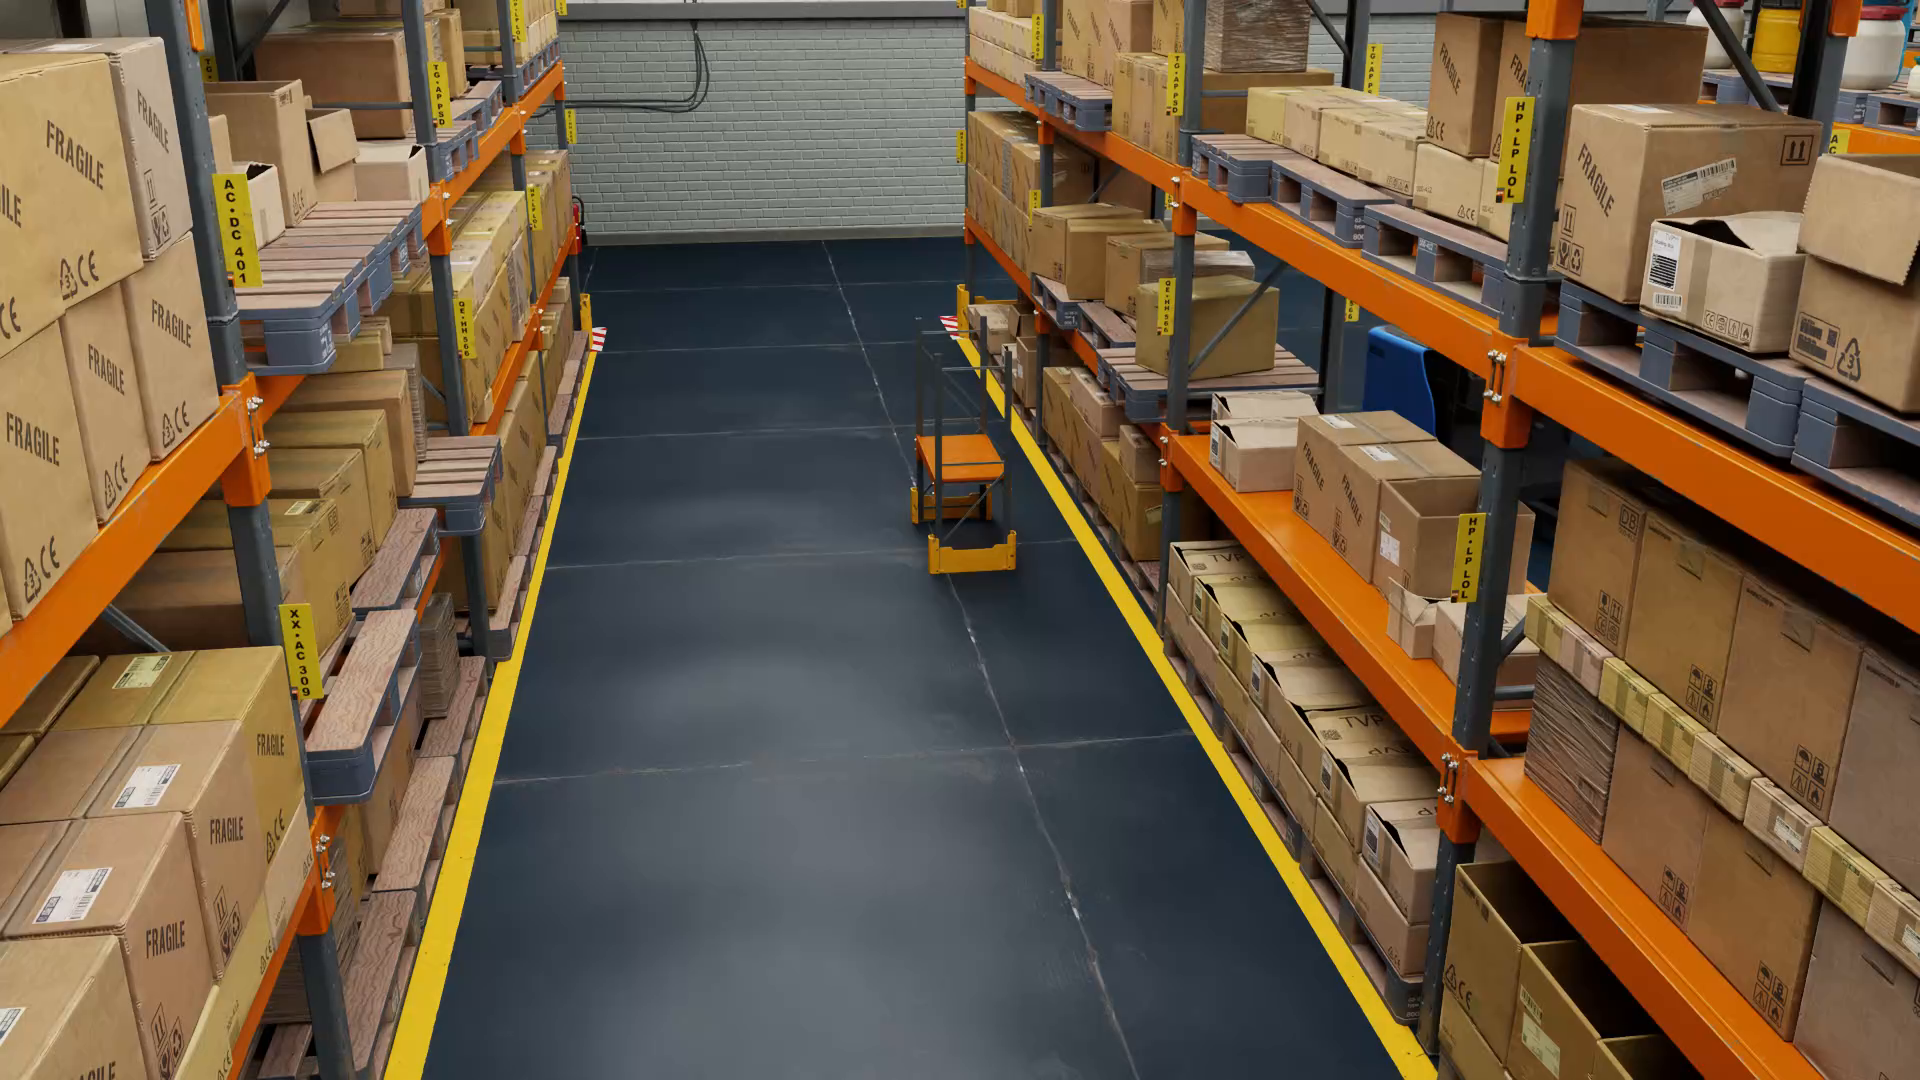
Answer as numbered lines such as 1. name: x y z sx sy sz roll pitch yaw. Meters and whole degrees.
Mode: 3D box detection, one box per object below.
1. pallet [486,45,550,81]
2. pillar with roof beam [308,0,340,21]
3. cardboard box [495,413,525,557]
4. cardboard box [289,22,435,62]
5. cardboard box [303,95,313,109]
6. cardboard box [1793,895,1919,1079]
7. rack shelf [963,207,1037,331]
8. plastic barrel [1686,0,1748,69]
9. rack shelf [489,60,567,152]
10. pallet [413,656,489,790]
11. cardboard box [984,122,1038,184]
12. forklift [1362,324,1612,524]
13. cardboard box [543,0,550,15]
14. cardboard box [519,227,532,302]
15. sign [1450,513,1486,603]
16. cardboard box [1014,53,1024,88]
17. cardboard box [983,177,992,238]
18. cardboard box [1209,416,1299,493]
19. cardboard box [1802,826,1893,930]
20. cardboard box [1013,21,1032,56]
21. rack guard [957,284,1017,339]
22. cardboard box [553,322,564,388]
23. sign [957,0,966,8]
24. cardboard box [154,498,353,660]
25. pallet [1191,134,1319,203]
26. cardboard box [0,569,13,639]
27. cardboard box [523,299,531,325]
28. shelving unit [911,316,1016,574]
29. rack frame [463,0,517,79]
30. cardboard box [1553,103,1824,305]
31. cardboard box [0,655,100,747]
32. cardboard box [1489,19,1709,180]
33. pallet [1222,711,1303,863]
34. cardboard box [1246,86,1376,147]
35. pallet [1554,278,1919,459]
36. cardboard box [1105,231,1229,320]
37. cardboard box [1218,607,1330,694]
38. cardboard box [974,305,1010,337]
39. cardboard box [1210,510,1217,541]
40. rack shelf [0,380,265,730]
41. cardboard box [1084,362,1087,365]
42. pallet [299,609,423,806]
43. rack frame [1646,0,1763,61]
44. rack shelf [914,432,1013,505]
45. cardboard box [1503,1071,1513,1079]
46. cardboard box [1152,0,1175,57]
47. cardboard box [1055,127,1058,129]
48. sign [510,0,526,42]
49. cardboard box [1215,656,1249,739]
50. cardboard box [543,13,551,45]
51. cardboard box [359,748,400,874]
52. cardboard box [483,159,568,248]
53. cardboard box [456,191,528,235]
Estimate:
1. pallet: -4.049 -4.049 14.111 1.003 0.211 1.213 -3 21 -8
2. pillar with roof beam: -0.466 -5.207 12.795 9.100 9.000 0.400 -3 21 -8
3. cardboard box: -3.289 -0.350 10.838 0.750 0.750 0.750 -3 21 -8
4. cardboard box: -3.515 -2.792 9.845 0.700 0.500 0.500 -2 21 -5
5. cardboard box: -3.317 -1.796 7.779 0.500 0.500 0.500 -3 21 -8
6. cardboard box: 2.581 1.178 4.132 0.700 0.500 0.500 -2 21 -6
7. rack shelf: 0.844 -2.587 15.384 1.077 0.370 4.000 -3 21 -8
8. plastic barrel: 5.862 -3.951 12.925 0.433 0.535 0.433 0 20 0
9. rack shelf: -4.058 -3.741 14.187 1.077 0.370 4.000 -3 21 -8
10. pallet: -3.082 0.981 8.787 1.003 0.211 1.213 -3 21 -8
11. cardboard box: 0.509 -3.611 15.525 0.500 0.500 0.500 -3 21 -7
12. forklift: 4.183 -1.627 11.882 1.130 2.935 3.031 -7 22 -18
13. cardboard box: -3.909 -4.882 14.612 0.500 0.500 0.500 -2 21 -6
14. cardboard box: -3.453 -2.029 12.265 0.500 0.500 0.500 -3 21 -9
15. sign: 1.750 0.064 5.717 0.100 0.325 0.005 -3 21 -8
16. cardboard box: 0.737 -3.895 13.785 0.500 0.250 0.500 -3 21 -8
17. cardboard box: 0.508 -3.144 15.704 0.500 0.500 0.500 -3 21 -8
18. cardboard box: 1.646 -0.485 8.856 0.500 0.311 0.500 -3 21 -8
19. cardboard box: 2.359 0.827 4.146 0.380 0.149 0.250 -3 21 -8
20. cardboard box: 0.725 -4.129 13.696 0.500 0.250 0.500 -3 21 -8
21. rack guard: 0.566 -2.419 17.479 1.175 0.500 0.348 -3 21 -8
22. cardboard box: -3.917 -1.622 14.745 0.700 0.500 0.500 -2 21 -6
23. sign: 0.019 -5.404 16.361 0.100 0.325 0.005 -3 21 -8
24. cardboard box: -2.729 0.165 6.216 0.700 0.500 0.500 -1 20 -2
25. pallet: 1.895 -1.933 8.587 1.213 0.211 1.003 -2 21 -5
26. cardboard box: -2.059 0.033 2.883 0.500 0.500 0.500 -2 21 -4
27. cardboard box: -3.381 -1.683 12.266 0.380 0.149 0.250 -3 21 -7
28. shelving unit: 0.011 -0.676 11.383 0.587 1.500 1.083 -3 21 -8
29. rack frame: -3.769 -4.791 11.682 1.000 3.000 0.127 -3 21 -8
30. cardboard box: 2.097 -0.988 4.845 0.500 0.500 0.500 -1 21 -3
31. cardboard box: -2.755 0.672 4.743 0.500 0.500 0.500 -3 21 -9
32. cardboard box: 2.235 -1.560 5.862 0.500 0.500 0.500 -3 21 -7
33. pallet: 1.961 1.168 8.287 1.003 0.211 1.213 -3 21 -8
34. cardboard box: 1.830 -2.224 8.711 0.500 0.250 0.500 -4 21 -12
35. pallet: 2.434 -0.531 4.691 1.003 0.211 1.213 -3 21 -8
36. cardboard box: 1.448 -1.867 11.683 0.700 0.500 0.500 -8 22 -21
37. cardboard box: 1.649 0.536 8.521 0.500 0.311 0.500 -3 21 -9
38. cardboard box: 0.425 -2.159 16.510 0.500 0.250 0.500 -3 21 -8
39. cardboard box: 1.845 -0.235 11.001 0.500 0.500 0.500 -4 21 -10
40. rack shelf: -2.328 0.414 3.062 1.077 0.370 4.000 -3 21 -8
41. cardboard box: 1.151 -1.566 15.042 0.380 0.166 0.250 -3 21 -8
42. pallet: -2.582 0.607 6.077 1.003 0.211 1.213 -3 21 -8
43. rack frame: 6.034 -5.290 13.020 1.000 3.000 0.127 -3 21 -8
44. rack shelf: 0.012 -0.505 11.438 0.538 0.185 1.000 -3 21 -8
45. cardboard box: 2.119 1.979 5.460 0.500 0.250 0.500 -3 21 -8
46. cardboard box: 1.505 -3.272 10.329 0.500 0.500 0.500 -3 21 -8
47. cardboard box: 1.045 -3.637 15.596 0.500 0.500 0.500 -2 21 -6
48. sign: -3.234 -3.806 12.143 0.100 0.325 0.005 -3 21 -8
49. cardboard box: 1.648 0.795 8.631 0.500 0.250 0.500 -3 21 -9
50. cardboard box: -3.901 -4.524 14.725 0.500 0.250 0.500 -4 21 -10
51. cardboard box: -2.896 1.145 7.307 0.700 0.500 0.500 -3 21 -7
52. cardboard box: -4.147 -3.078 15.243 0.980 0.700 0.700 -3 21 -8
53. cardboard box: -3.449 -2.378 12.129 0.500 0.250 0.500 -2 21 -6
